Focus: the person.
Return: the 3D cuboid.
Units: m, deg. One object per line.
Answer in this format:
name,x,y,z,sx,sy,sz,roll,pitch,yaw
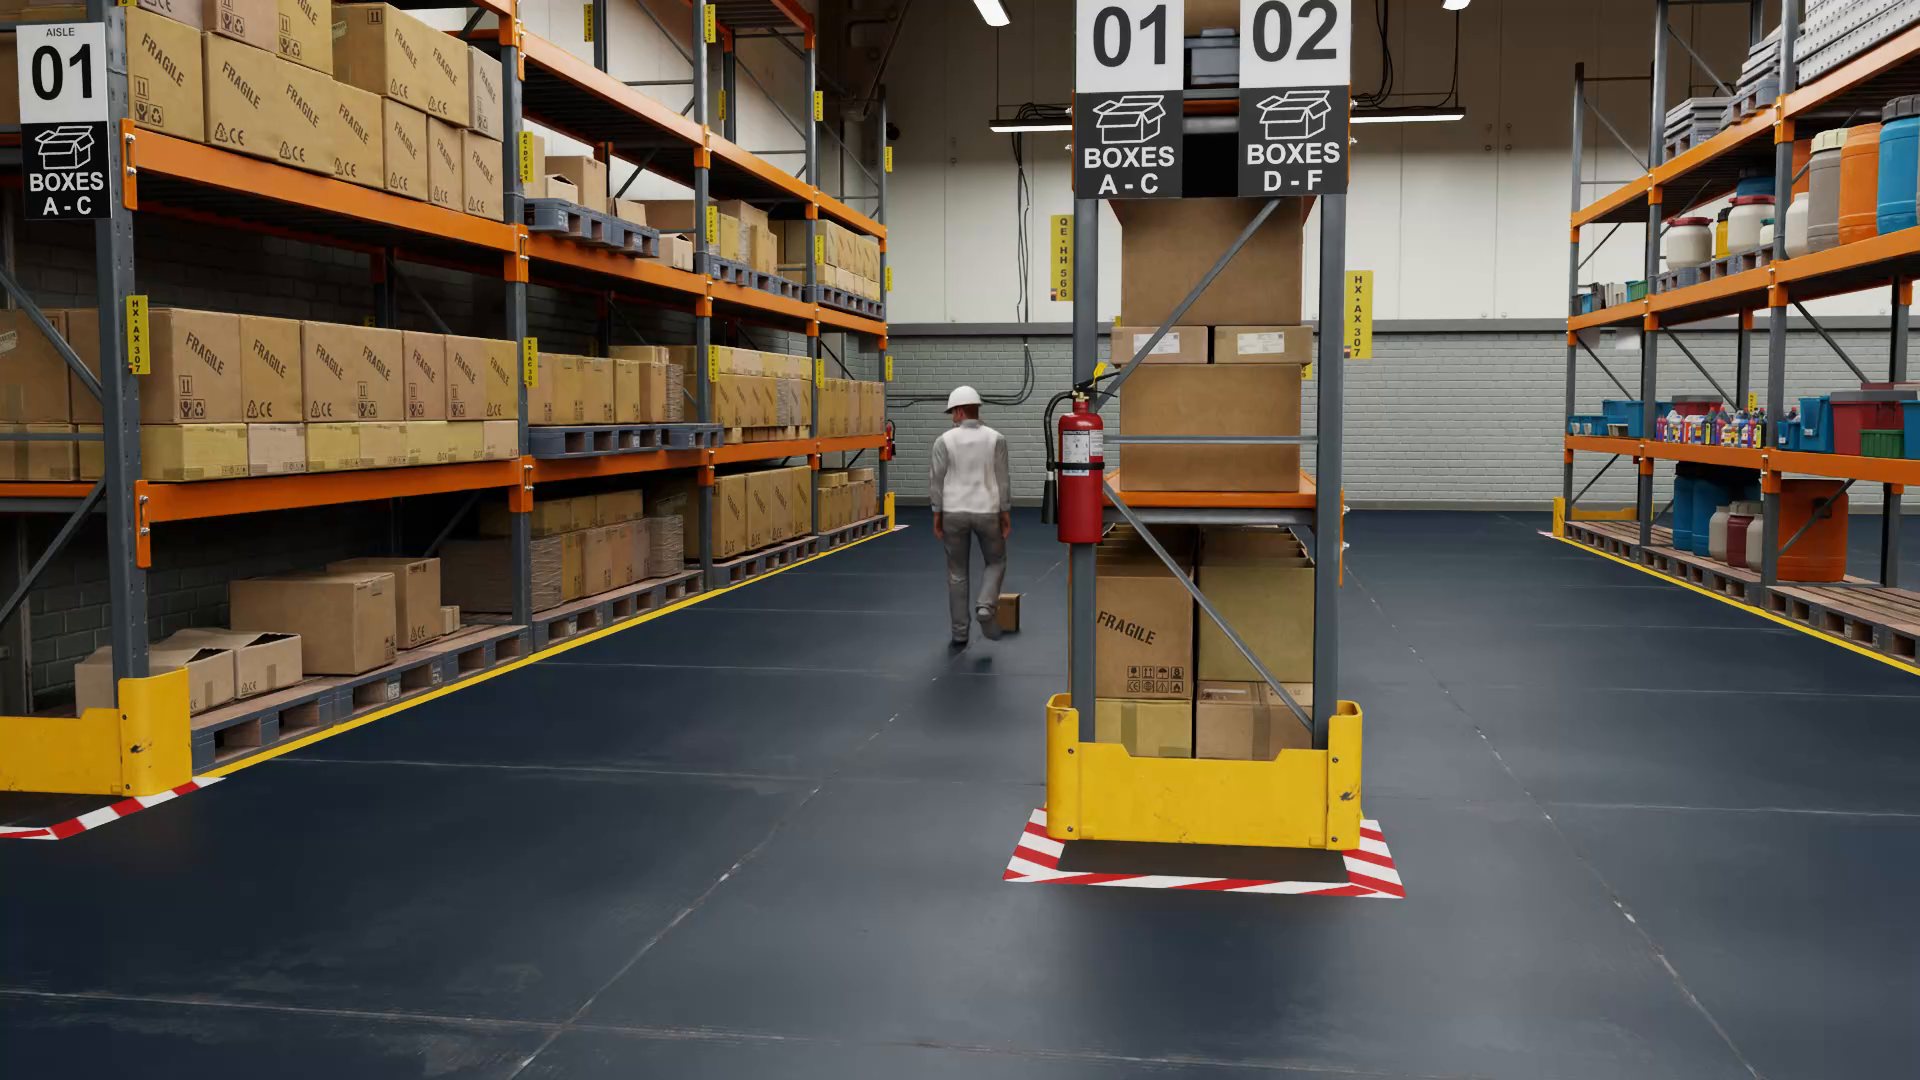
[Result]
person,0.068,-0.182,11.550,0.561,1.766,0.440,0,4,-2
